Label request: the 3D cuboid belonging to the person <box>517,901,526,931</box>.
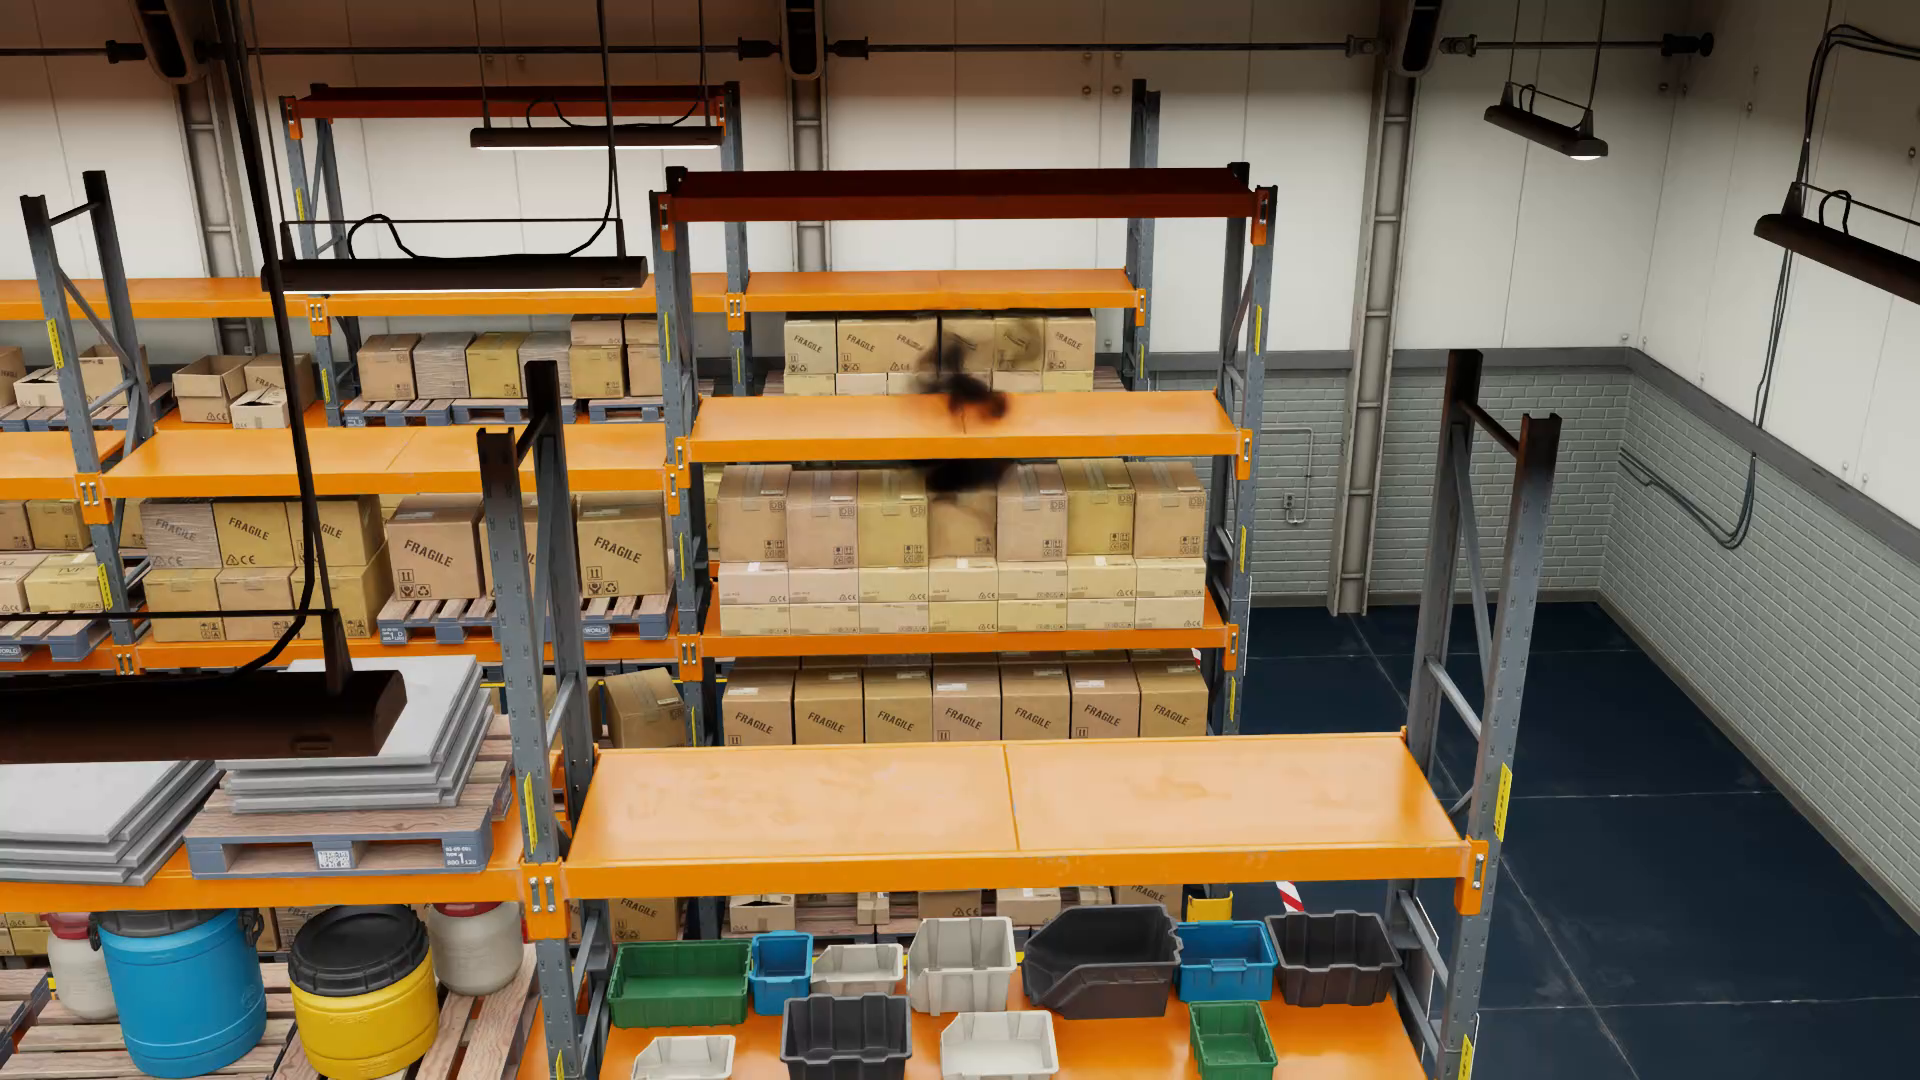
[{"bbox_3d":[-2.877,3.080,10.766,0.792,1.799,0.639,-1,22,-2],"label":"person"}]
